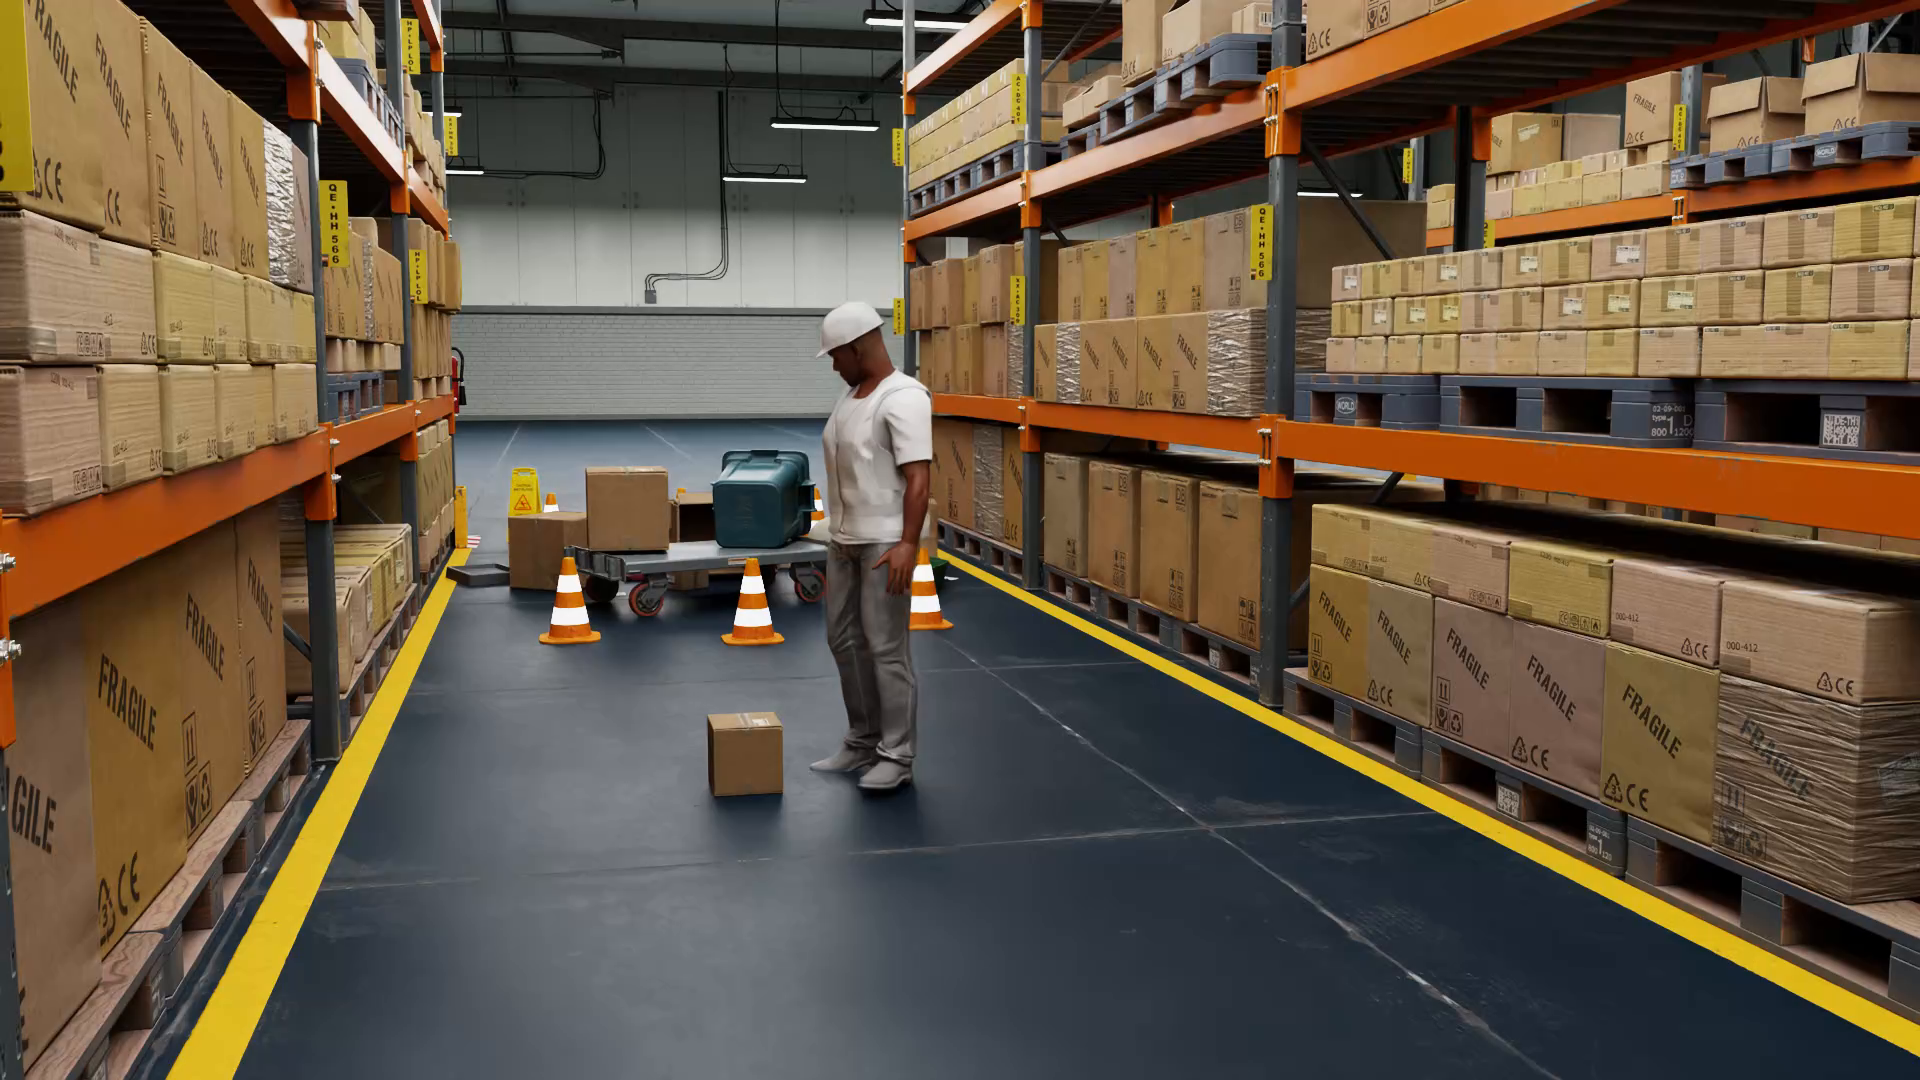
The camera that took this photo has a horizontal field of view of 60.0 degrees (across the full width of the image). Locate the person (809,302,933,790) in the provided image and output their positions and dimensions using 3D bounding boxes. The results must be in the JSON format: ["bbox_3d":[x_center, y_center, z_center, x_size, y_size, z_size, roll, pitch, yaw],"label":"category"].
[{"bbox_3d":[-0.312,0.028,6.121,0.378,1.793,0.678,-4,7,-34],"label":"person"}]
